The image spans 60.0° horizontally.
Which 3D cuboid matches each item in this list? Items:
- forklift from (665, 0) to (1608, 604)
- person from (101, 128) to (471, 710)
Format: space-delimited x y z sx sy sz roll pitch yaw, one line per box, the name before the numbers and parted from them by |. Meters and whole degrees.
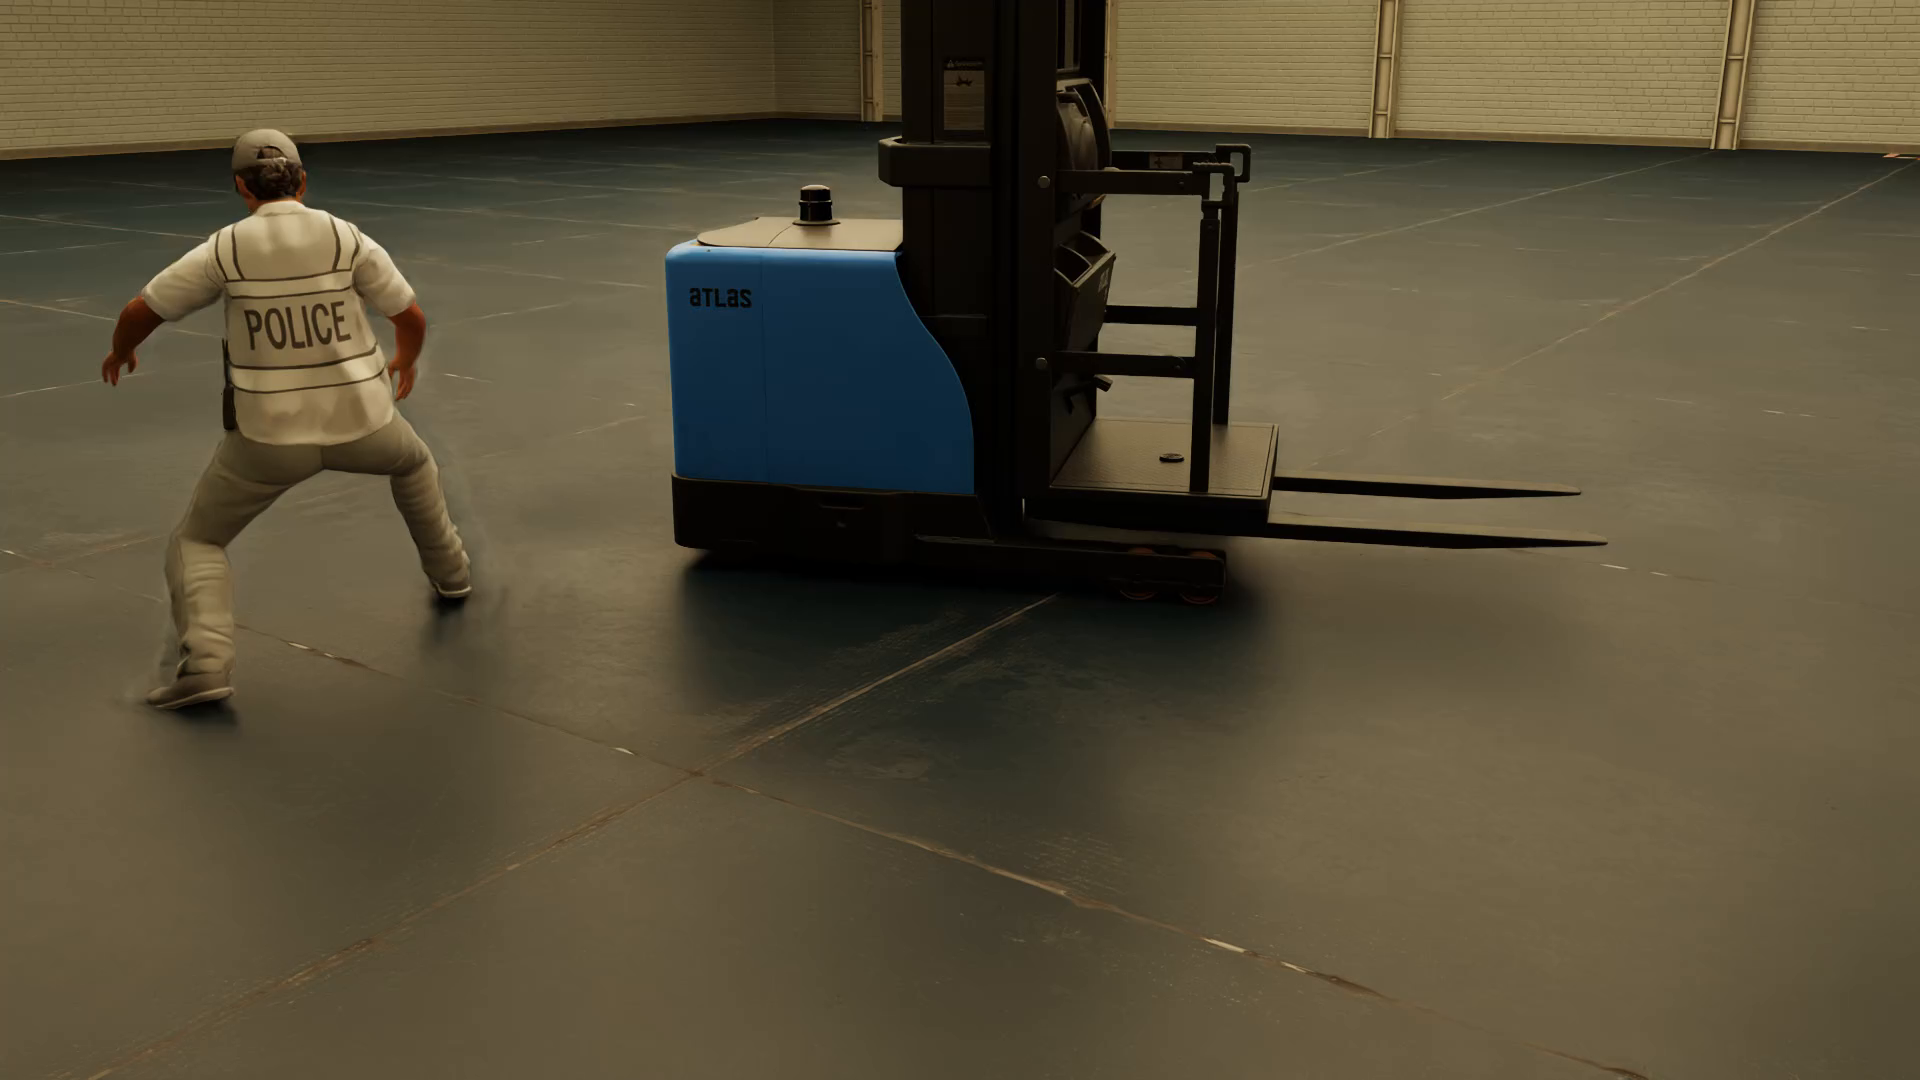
forklift | 0.595 -1.367 5.404 3.031 2.935 1.130 4 17 12
person | -1.885 -0.391 4.730 0.976 1.519 0.910 -8 18 -25
